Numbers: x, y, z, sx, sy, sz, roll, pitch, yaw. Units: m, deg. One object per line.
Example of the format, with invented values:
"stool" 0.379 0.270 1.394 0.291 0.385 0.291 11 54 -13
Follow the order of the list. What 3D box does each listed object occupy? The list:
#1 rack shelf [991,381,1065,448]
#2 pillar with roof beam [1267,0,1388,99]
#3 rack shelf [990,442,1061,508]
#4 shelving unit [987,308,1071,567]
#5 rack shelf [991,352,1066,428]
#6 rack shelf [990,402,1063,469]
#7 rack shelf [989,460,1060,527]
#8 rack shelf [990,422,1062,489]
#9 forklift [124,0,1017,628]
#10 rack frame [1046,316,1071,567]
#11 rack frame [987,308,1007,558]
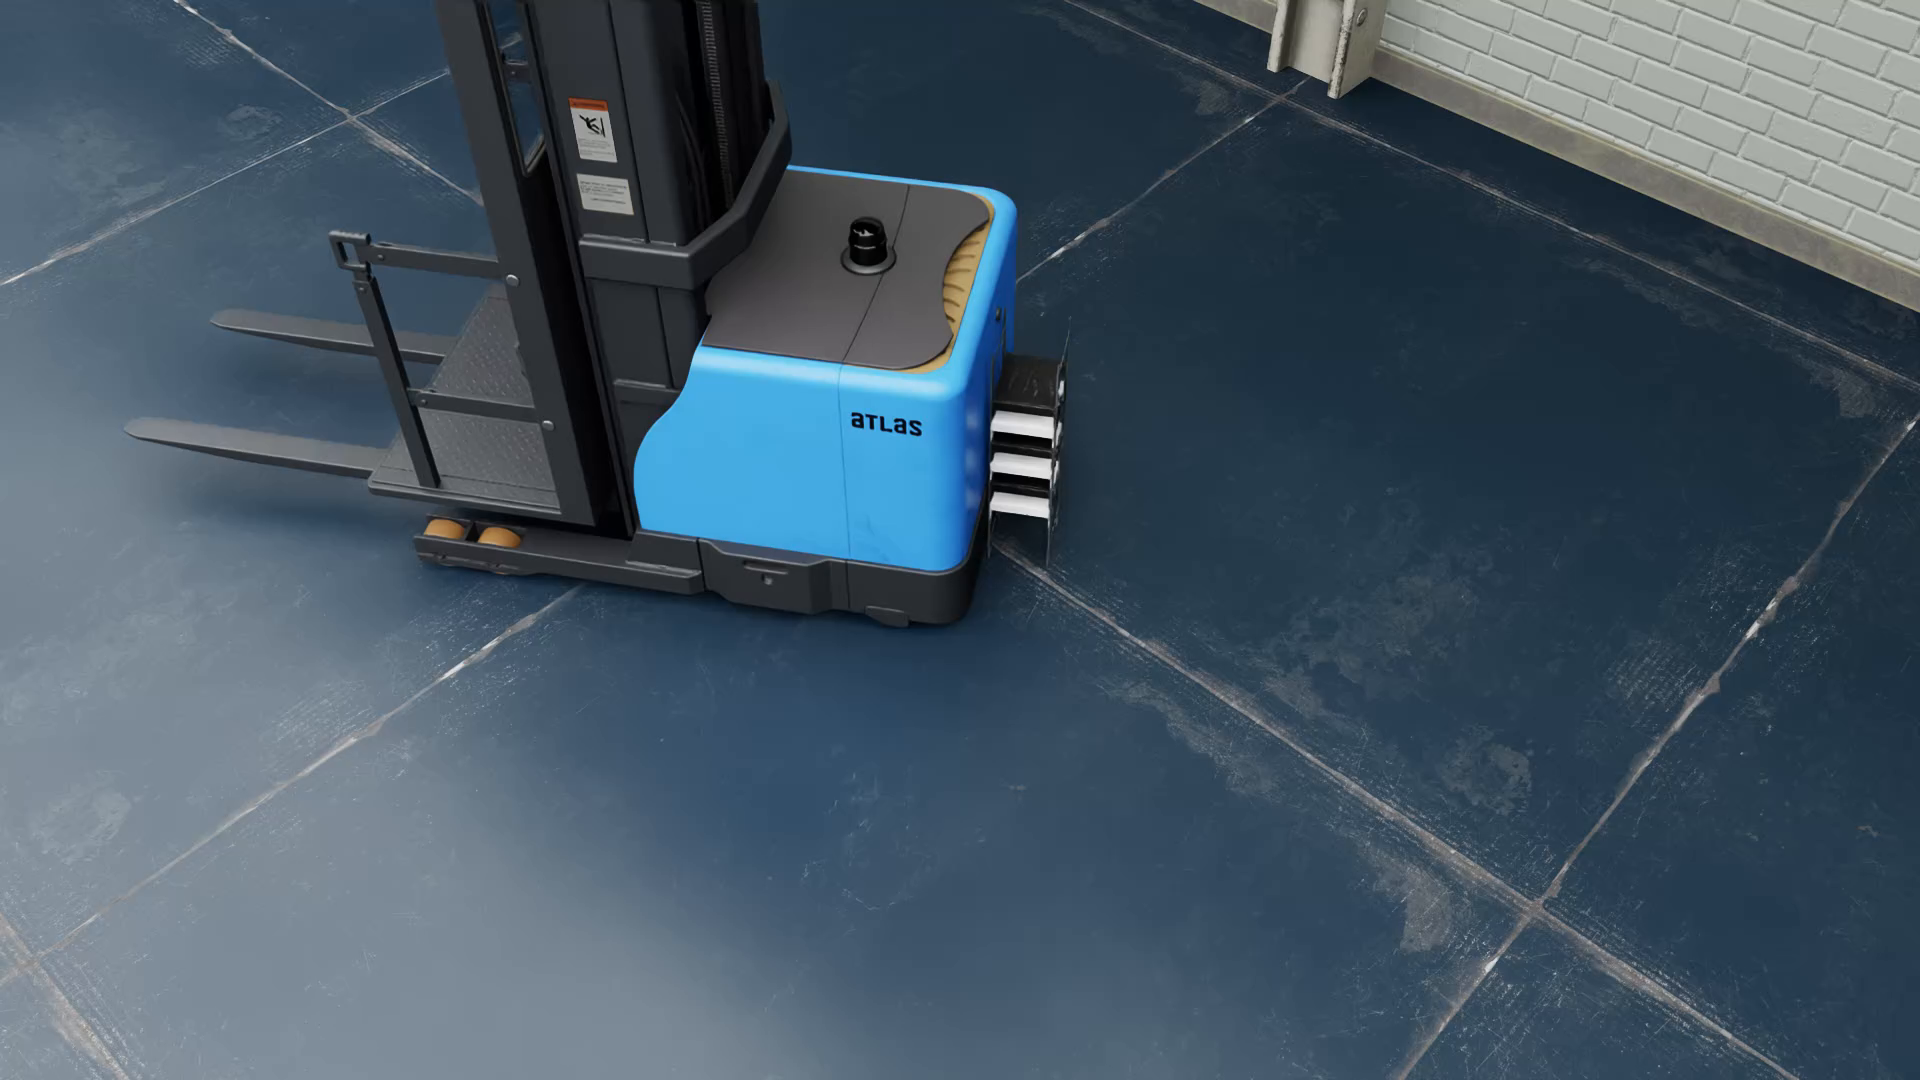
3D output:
"rack shelf" 0.220 -0.418 5.324 0.200 0.077 0.258 8 47 8
"pillar with roof beam" -1.226 -2.982 2.377 0.400 9.000 9.100 34 55 28
"rack shelf" 0.220 -0.233 5.521 0.200 0.077 0.258 8 47 8
"shelving unit" 0.220 -0.317 5.431 0.210 0.900 0.258 8 47 8
"rack shelf" 0.220 -0.479 5.258 0.200 0.077 0.258 8 47 8
"rack shelf" 0.220 -0.356 5.389 0.200 0.077 0.258 8 47 8
"rack shelf" 0.220 -0.171 5.586 0.200 0.077 0.258 8 47 8
"rack shelf" 0.220 -0.295 5.455 0.200 0.077 0.258 8 47 8
"forklift" -1.372 -1.256 4.919 3.031 2.935 1.130 8 47 8
"rack frame" 0.319 -0.303 5.417 0.006 0.900 0.240 8 47 8
"rack frame" 0.120 -0.332 5.444 0.006 0.900 0.240 8 47 8
